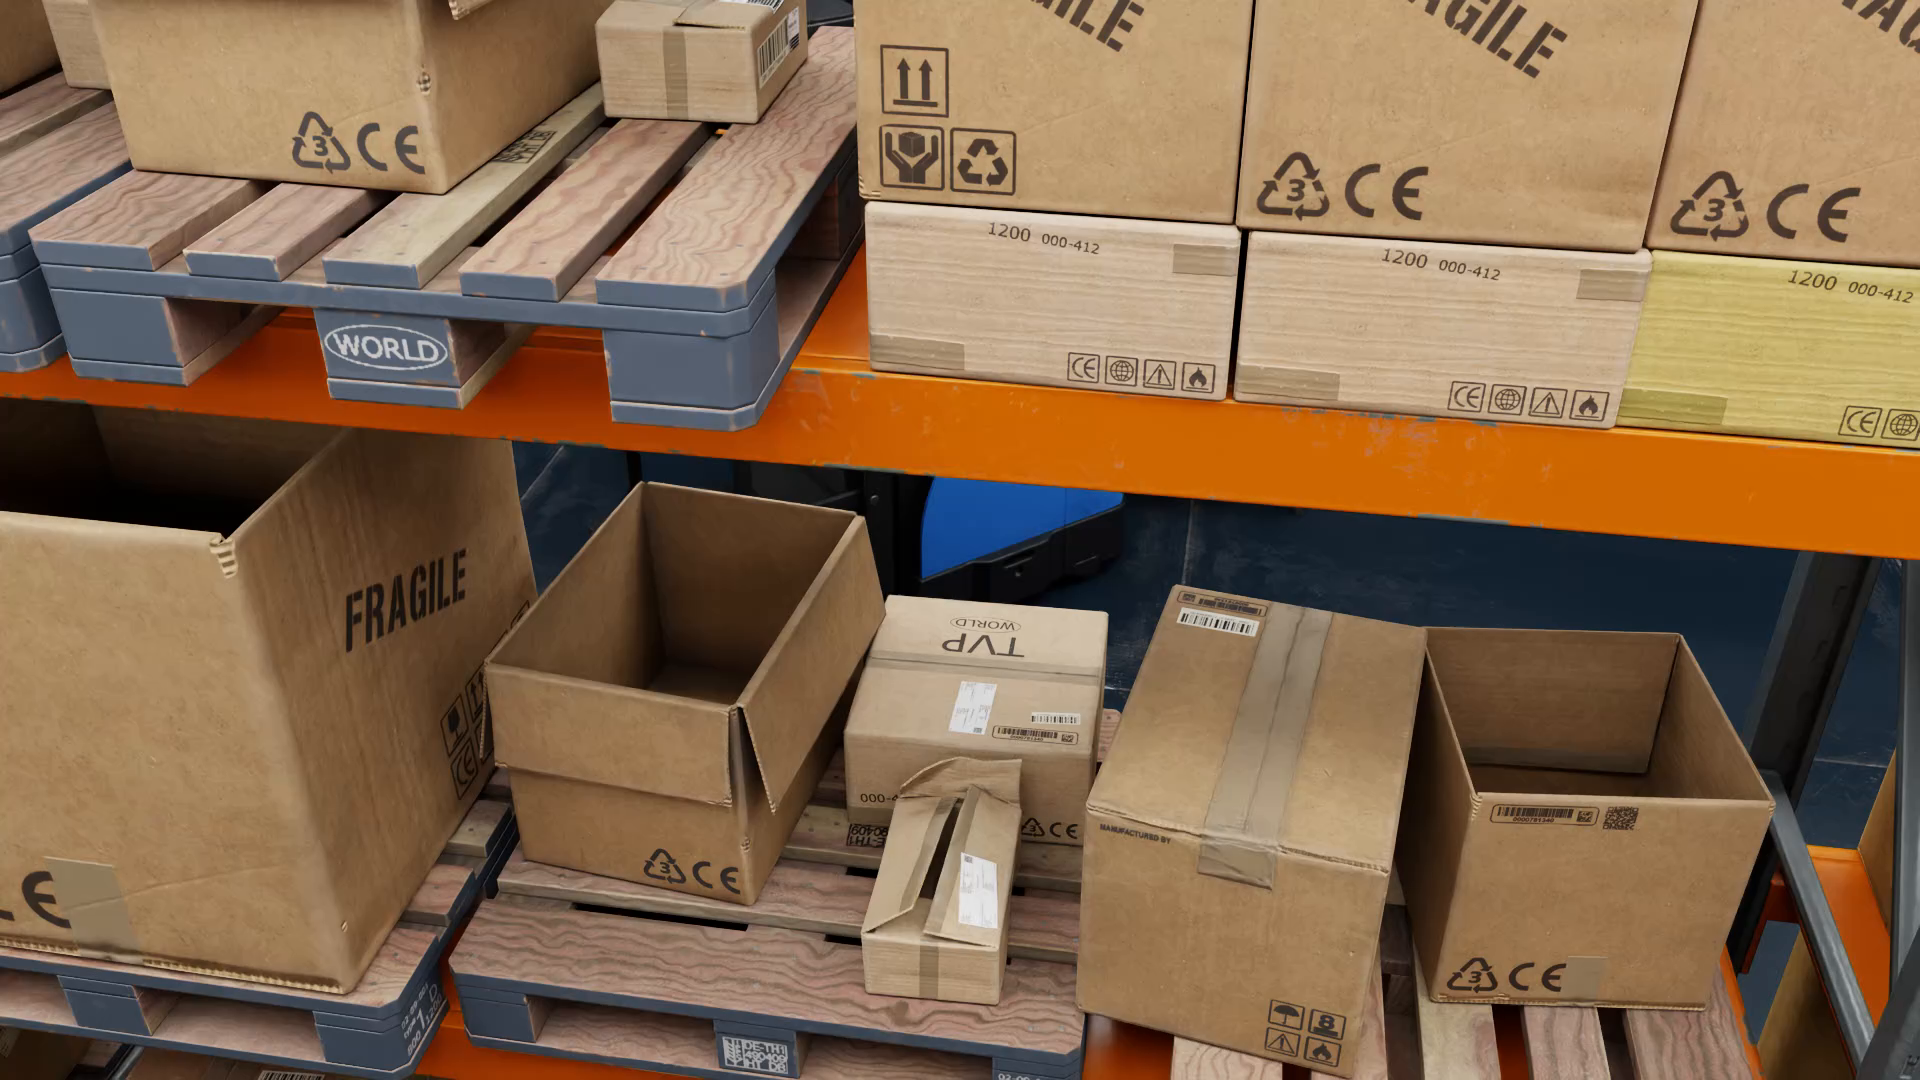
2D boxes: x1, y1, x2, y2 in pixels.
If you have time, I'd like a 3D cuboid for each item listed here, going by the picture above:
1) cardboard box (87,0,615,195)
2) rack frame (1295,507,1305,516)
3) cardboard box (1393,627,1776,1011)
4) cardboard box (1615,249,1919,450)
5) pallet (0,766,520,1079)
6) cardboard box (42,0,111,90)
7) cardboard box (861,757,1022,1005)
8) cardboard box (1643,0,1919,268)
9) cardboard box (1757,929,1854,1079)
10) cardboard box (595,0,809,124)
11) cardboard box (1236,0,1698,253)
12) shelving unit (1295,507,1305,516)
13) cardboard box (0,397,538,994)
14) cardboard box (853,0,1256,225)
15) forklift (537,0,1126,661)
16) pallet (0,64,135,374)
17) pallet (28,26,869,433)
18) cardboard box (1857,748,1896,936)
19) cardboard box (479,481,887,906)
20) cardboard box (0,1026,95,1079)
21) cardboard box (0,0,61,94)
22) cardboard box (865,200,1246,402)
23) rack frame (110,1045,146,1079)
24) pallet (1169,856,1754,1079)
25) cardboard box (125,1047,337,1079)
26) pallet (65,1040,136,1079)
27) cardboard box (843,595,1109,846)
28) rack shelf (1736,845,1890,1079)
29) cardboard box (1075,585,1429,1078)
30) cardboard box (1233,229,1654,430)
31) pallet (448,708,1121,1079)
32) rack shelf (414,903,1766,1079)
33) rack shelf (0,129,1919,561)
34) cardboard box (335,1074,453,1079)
[{"bbox_3d":[-0.906,-0.914,2.562,0.637,0.503,0.797,6,33,10],"label":"cardboard box"},{"bbox_3d":[1.524,-0.717,7.335,0.032,1.125,0.500,0,32,1],"label":"rack frame"},{"bbox_3d":[1.122,0.511,3.116,0.500,0.500,0.500,1,32,2],"label":"cardboard box"},{"bbox_3d":[1.151,-0.363,2.317,0.500,0.250,0.500,5,32,8],"label":"cardboard box"},{"bbox_3d":[-1.553,0.628,3.601,1.213,0.211,1.003,5,32,8],"label":"pallet"},{"bbox_3d":[-1.338,-0.959,2.858,0.258,0.266,0.396,6,33,10],"label":"cardboard box"},{"bbox_3d":[-0.028,0.630,3.146,0.258,0.266,0.396,4,32,7],"label":"cardboard box"},{"bbox_3d":[1.149,-0.678,2.114,0.500,0.500,0.500,6,33,9],"label":"cardboard box"},{"bbox_3d":[2.338,1.554,3.547,0.875,0.875,1.225,4,32,6],"label":"cardboard box"},{"bbox_3d":[-0.417,-0.833,2.751,0.250,0.166,0.380,4,32,7],"label":"cardboard box"},{"bbox_3d":[0.641,-0.718,2.178,0.500,0.500,0.500,5,32,8],"label":"cardboard box"},{"bbox_3d":[1.016,-0.721,7.341,1.048,1.125,0.538,0,32,1],"label":"shelving unit"},{"bbox_3d":[-1.522,0.114,3.280,1.000,1.000,1.000,5,32,9],"label":"cardboard box"},{"bbox_3d":[0.156,-0.771,2.262,0.500,0.500,0.500,6,32,9],"label":"cardboard box"},{"bbox_3d":[-0.810,-0.917,5.952,3.031,2.935,1.130,-20,37,-29],"label":"forklift"},{"bbox_3d":[-1.691,-0.679,2.857,1.003,0.211,1.213,5,32,8],"label":"pallet"},{"bbox_3d":[-0.668,-0.588,2.712,1.003,0.211,1.213,5,32,8],"label":"pallet"},{"bbox_3d":[2.189,0.631,3.320,0.500,0.500,0.500,6,33,10],"label":"cardboard box"},{"bbox_3d":[-0.558,0.287,3.472,0.637,0.503,0.797,8,33,13],"label":"cardboard box"},{"bbox_3d":[-2.670,1.227,4.423,0.500,0.500,0.500,4,32,7],"label":"cardboard box"},{"bbox_3d":[-1.835,-0.997,2.696,0.637,0.503,0.797,4,32,6],"label":"cardboard box"},{"bbox_3d":[0.165,-0.446,2.450,0.500,0.250,0.500,6,33,10],"label":"cardboard box"},{"bbox_3d":[-2.282,0.402,3.780,0.127,3.000,1.000,5,32,8],"label":"rack frame"},{"bbox_3d":[0.941,0.833,3.274,1.003,0.211,1.213,5,32,8],"label":"pallet"},{"bbox_3d":[-1.680,1.341,4.221,0.500,0.500,0.700,3,32,4],"label":"cardboard box"},{"bbox_3d":[-2.950,1.543,4.587,1.213,0.211,1.003,5,32,8],"label":"pallet"},{"bbox_3d":[0.048,0.375,3.570,0.500,0.250,0.500,4,32,7],"label":"cardboard box"},{"bbox_3d":[3.633,1.243,3.116,4.000,0.370,1.077,5,32,8],"label":"rack shelf"},{"bbox_3d":[0.555,0.514,3.112,0.500,0.500,0.700,10,33,15],"label":"cardboard box"},{"bbox_3d":[0.660,-0.400,2.376,0.500,0.250,0.500,5,32,8],"label":"cardboard box"},{"bbox_3d":[-0.297,0.685,3.509,1.213,0.211,1.003,5,32,8],"label":"pallet"},{"bbox_3d":[-0.310,0.886,3.686,4.000,0.370,1.077,5,32,8],"label":"rack shelf"},{"bbox_3d":[-0.310,-0.386,2.890,4.000,0.370,1.077,5,32,8],"label":"rack shelf"},{"bbox_3d":[-1.213,1.394,4.138,0.500,0.500,0.700,5,32,8],"label":"cardboard box"}]
